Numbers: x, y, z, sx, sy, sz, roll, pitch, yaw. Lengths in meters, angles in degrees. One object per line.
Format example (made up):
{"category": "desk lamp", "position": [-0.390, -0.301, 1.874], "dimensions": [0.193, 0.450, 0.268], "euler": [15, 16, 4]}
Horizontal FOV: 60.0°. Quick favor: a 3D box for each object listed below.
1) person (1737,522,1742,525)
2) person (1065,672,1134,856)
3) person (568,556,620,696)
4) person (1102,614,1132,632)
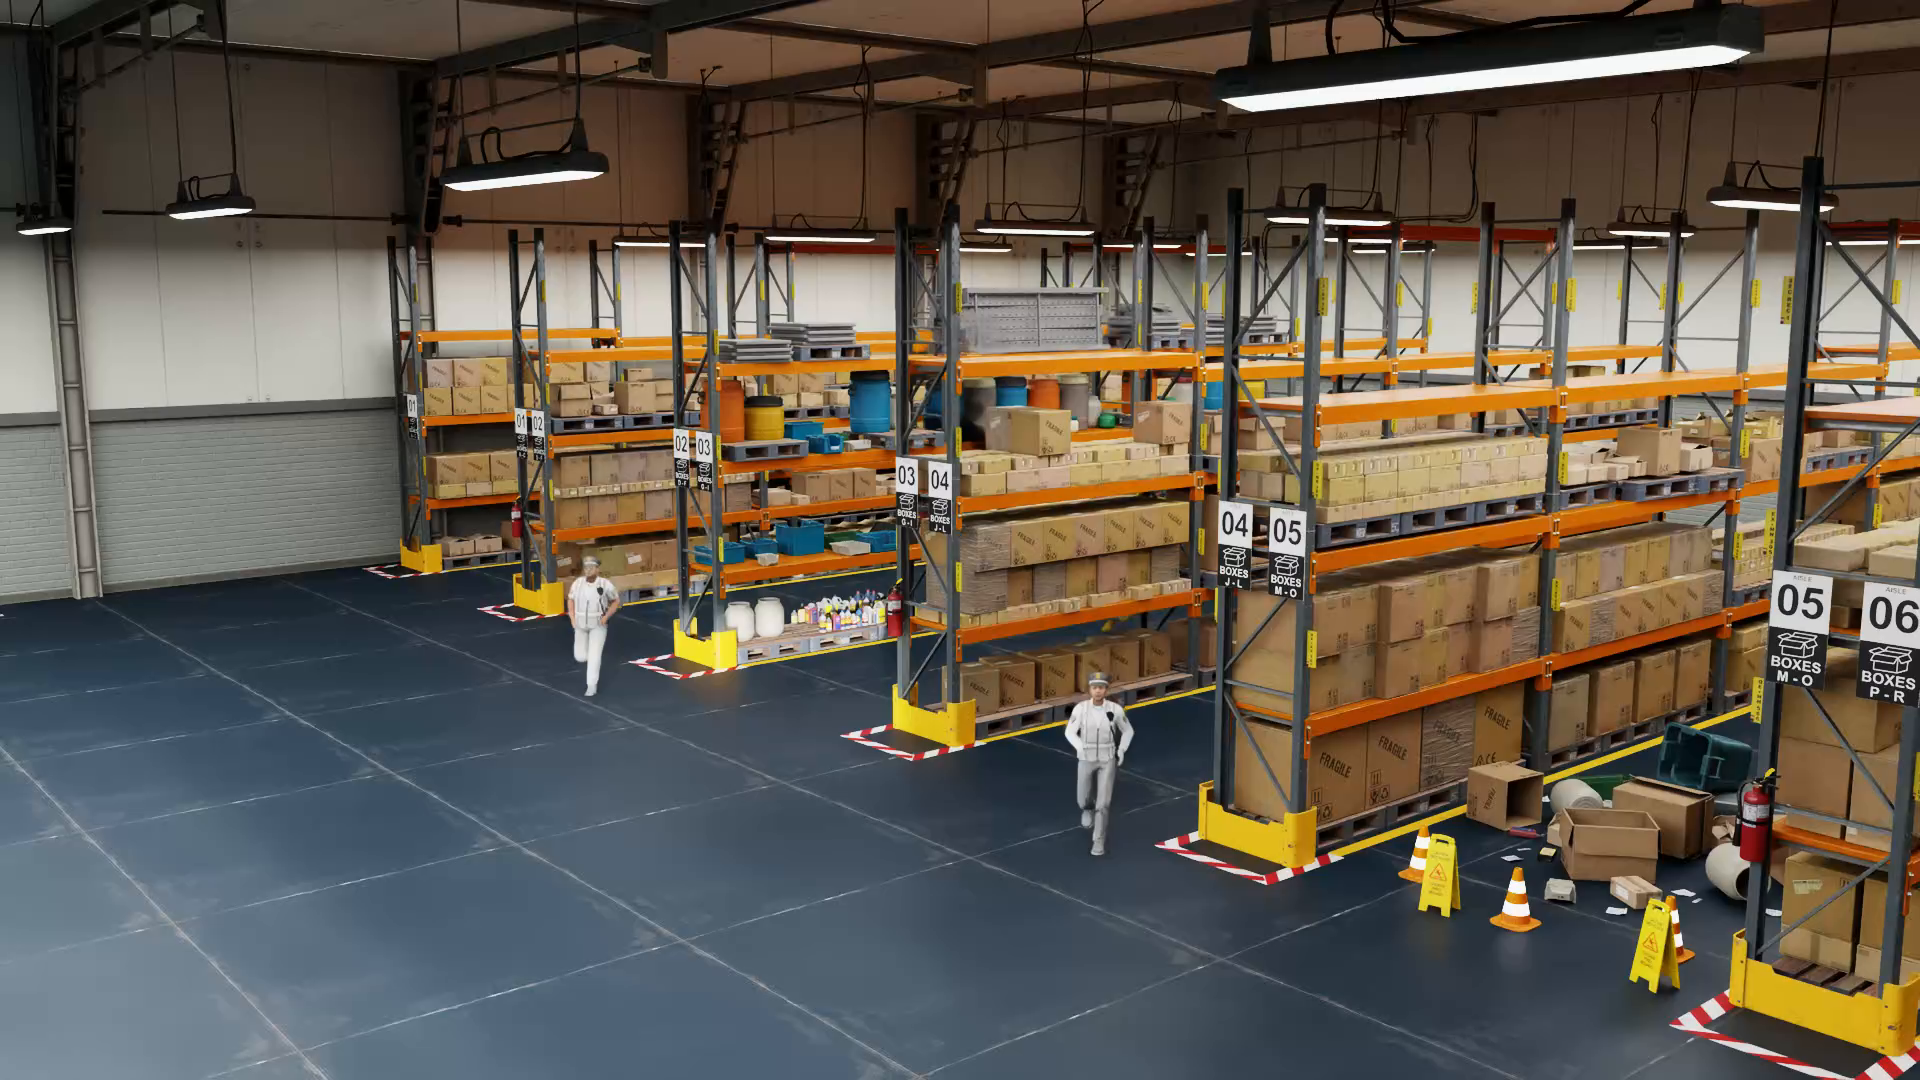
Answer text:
{"category": "person", "position": [11.678, 0.552, 24.941], "dimensions": [0.739, 1.660, 0.613], "euler": [-6, 11, -35]}
{"category": "person", "position": [1.283, 2.015, 15.321], "dimensions": [0.633, 1.651, 0.685], "euler": [1, 9, 7]}
{"category": "person", "position": [-4.695, 1.064, 21.307], "dimensions": [0.668, 1.753, 0.759], "euler": [1, 9, 6]}
{"category": "person", "position": [2.240, 0.348, 23.765], "dimensions": [0.837, 1.812, 0.640], "euler": [-8, 12, -41]}
